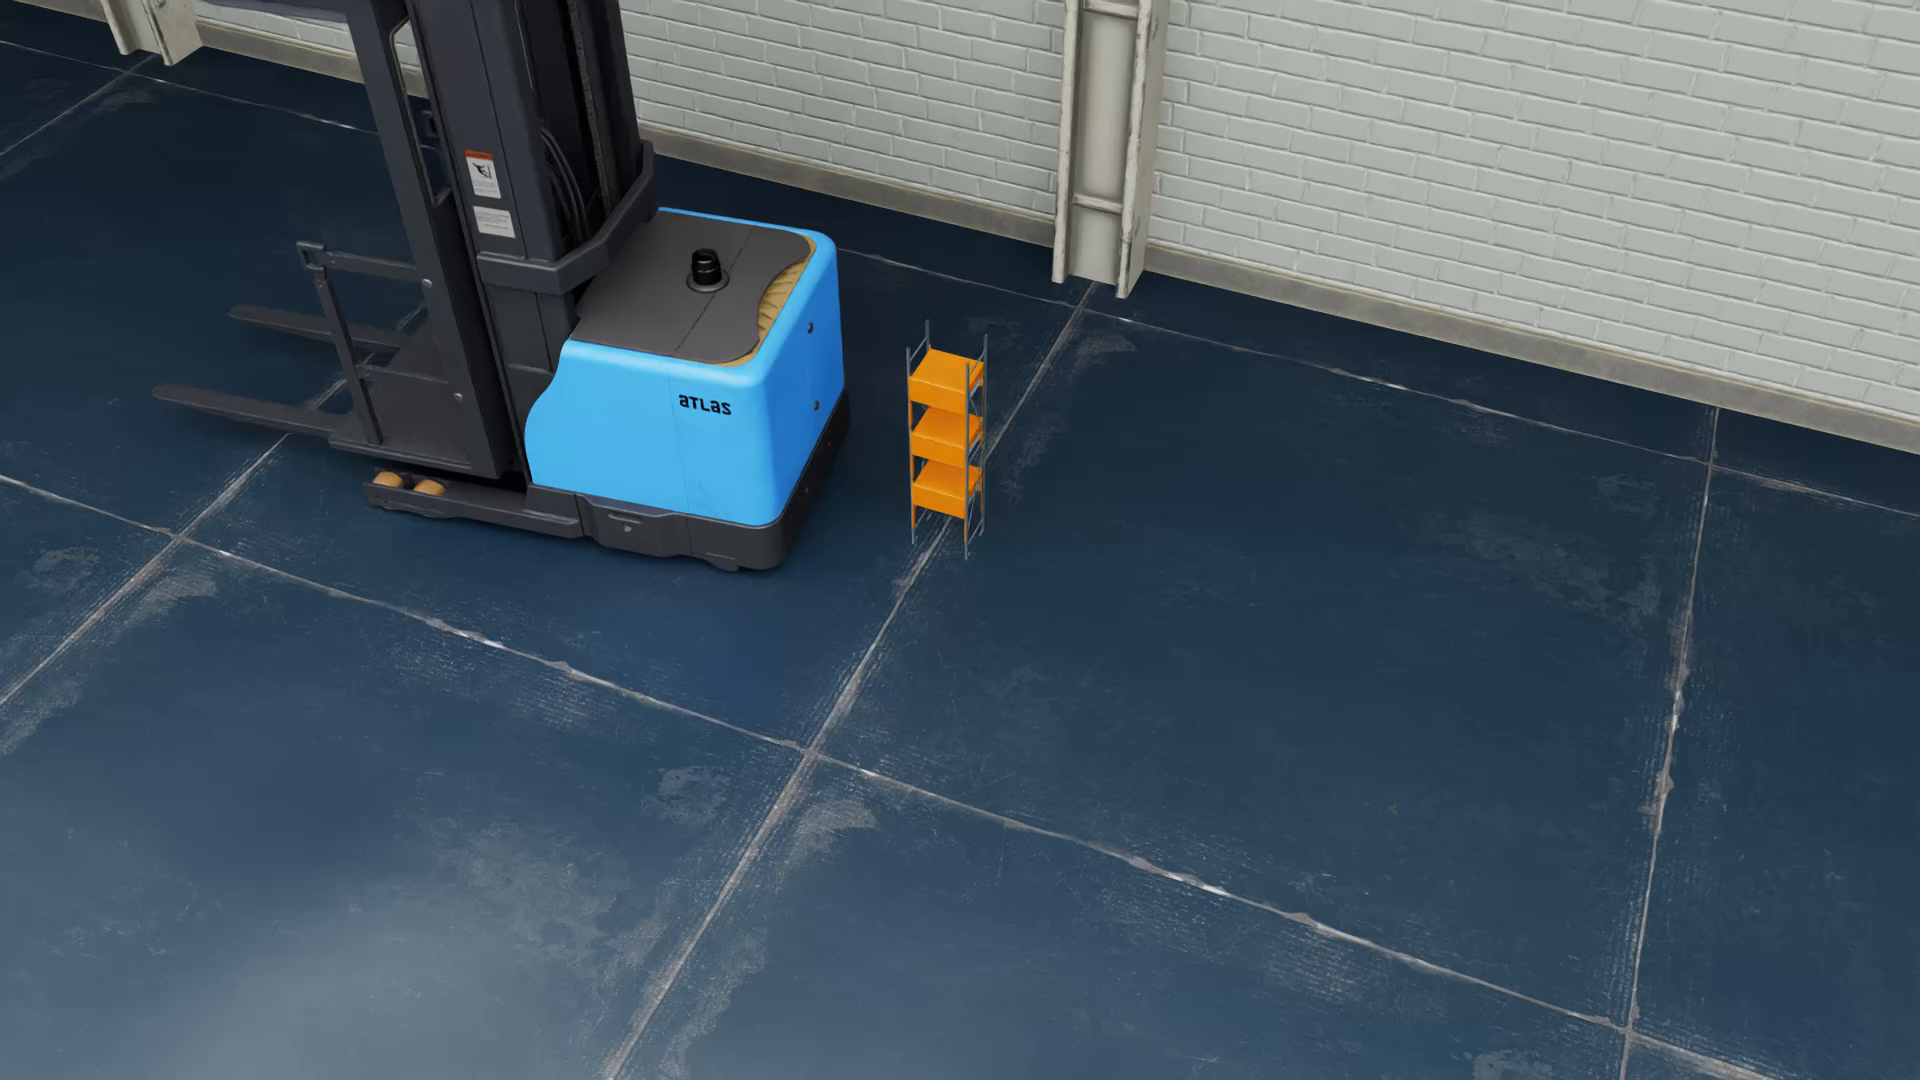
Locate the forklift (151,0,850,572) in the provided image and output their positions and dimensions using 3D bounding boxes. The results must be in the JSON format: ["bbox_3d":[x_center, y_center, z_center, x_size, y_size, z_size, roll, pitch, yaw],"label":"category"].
[{"bbox_3d":[-2.071,-1.483,6.502,3.031,2.935,1.130,11,46,11],"label":"forklift"}]

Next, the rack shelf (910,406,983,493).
[{"bbox_3d":[-0.049,-0.379,6.741,0.240,0.259,0.215,16,47,16],"label":"rack shelf"}]

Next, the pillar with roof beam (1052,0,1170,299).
[{"bbox_3d":[-0.953,-1.743,2.461,0.400,9.000,9.100,16,47,16],"label":"pillar with roof beam"}]

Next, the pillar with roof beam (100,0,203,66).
[{"bbox_3d":[-6.491,-3.372,4.098,0.400,9.000,9.100,16,47,16],"label":"pillar with roof beam"}]

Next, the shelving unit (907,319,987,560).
[{"bbox_3d":[-0.049,-0.387,6.733,0.252,1.050,0.215,16,47,16],"label":"shelving unit"}]

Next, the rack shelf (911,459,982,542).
[{"bbox_3d":[-0.049,-0.182,6.937,0.240,0.259,0.215,16,47,16],"label":"rack shelf"}]

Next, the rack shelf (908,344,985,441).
[{"bbox_3d":[-0.049,-0.580,6.541,0.240,0.259,0.215,16,47,16],"label":"rack shelf"}]

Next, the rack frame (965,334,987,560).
[{"bbox_3d":[0.063,-0.354,6.700,0.008,1.050,0.200,16,47,16],"label":"rack frame"}]

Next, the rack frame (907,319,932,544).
[{"bbox_3d":[-0.162,-0.420,6.767,0.008,1.050,0.200,16,47,16],"label":"rack frame"}]
